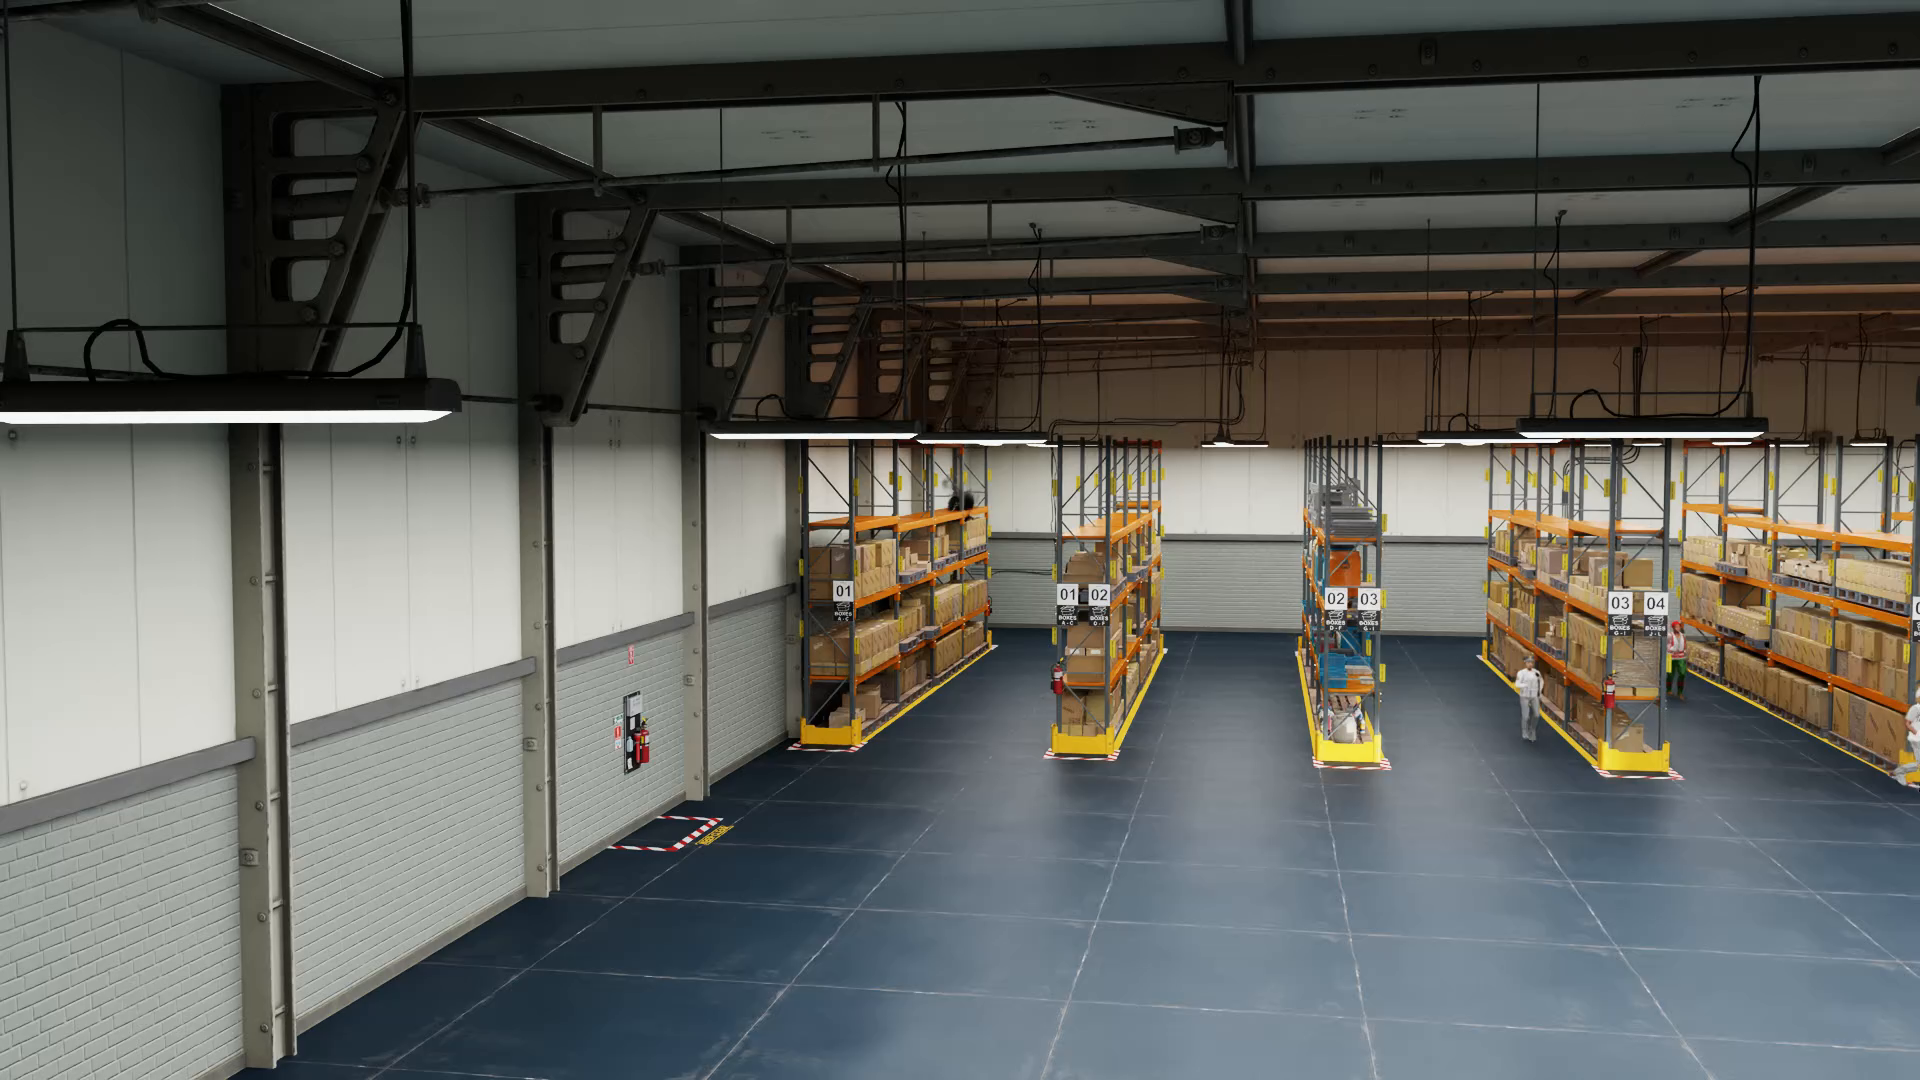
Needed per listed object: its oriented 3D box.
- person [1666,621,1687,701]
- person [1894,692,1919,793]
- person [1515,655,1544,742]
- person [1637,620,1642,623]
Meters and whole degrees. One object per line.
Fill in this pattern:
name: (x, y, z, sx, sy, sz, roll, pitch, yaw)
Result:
person: (16.437, 2.772, 38.244, 0.633, 1.839, 0.777, 0, 3, 6)
person: (16.008, 3.346, 27.782, 0.719, 1.760, 0.675, -2, 4, -35)
person: (11.252, 3.117, 32.664, 0.508, 1.712, 0.638, 0, 3, 7)
person: (17.931, 2.501, 44.489, 0.672, 1.680, 0.625, -3, 4, -45)
